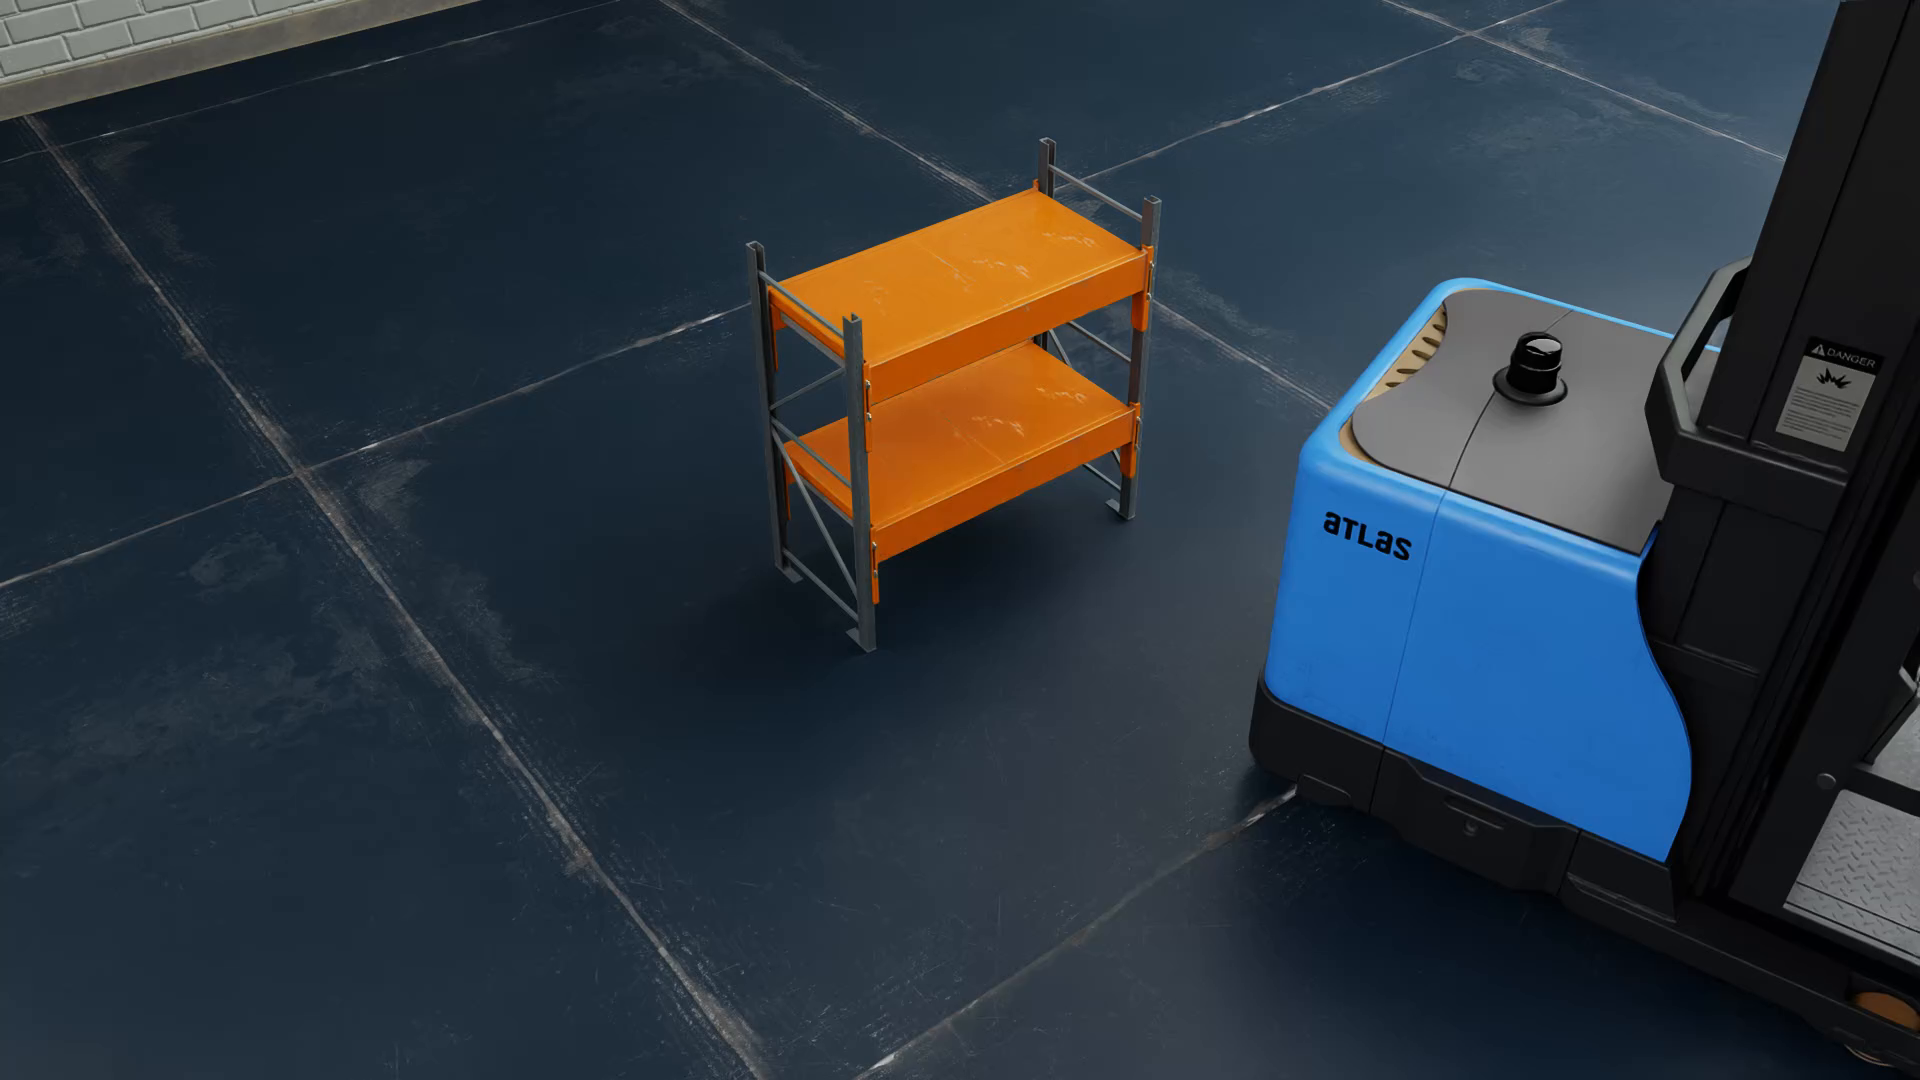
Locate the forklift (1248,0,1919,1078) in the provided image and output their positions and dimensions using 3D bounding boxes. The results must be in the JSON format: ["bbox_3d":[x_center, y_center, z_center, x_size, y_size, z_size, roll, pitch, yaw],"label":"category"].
[{"bbox_3d":[2.289,-0.258,3.254,3.031,2.935,1.130,22,44,25],"label":"forklift"}]

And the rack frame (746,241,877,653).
[{"bbox_3d":[-0.408,-0.236,4.651,0.032,1.125,0.500,-26,46,-28],"label":"rack frame"}]

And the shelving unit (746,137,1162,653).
[{"bbox_3d":[-0.005,-0.432,4.890,1.048,1.125,0.538,-26,46,-28],"label":"shelving unit"}]

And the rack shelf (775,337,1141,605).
[{"bbox_3d":[-0.005,-0.243,5.045,1.000,0.278,0.538,-26,46,-28],"label":"rack shelf"}]

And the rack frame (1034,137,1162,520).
[{"bbox_3d":[0.398,-0.629,5.130,0.032,1.125,0.500,-26,46,-28],"label":"rack frame"}]

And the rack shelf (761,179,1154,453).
[{"bbox_3d":[-0.005,-0.659,4.704,1.000,0.278,0.538,-26,46,-28],"label":"rack shelf"}]
